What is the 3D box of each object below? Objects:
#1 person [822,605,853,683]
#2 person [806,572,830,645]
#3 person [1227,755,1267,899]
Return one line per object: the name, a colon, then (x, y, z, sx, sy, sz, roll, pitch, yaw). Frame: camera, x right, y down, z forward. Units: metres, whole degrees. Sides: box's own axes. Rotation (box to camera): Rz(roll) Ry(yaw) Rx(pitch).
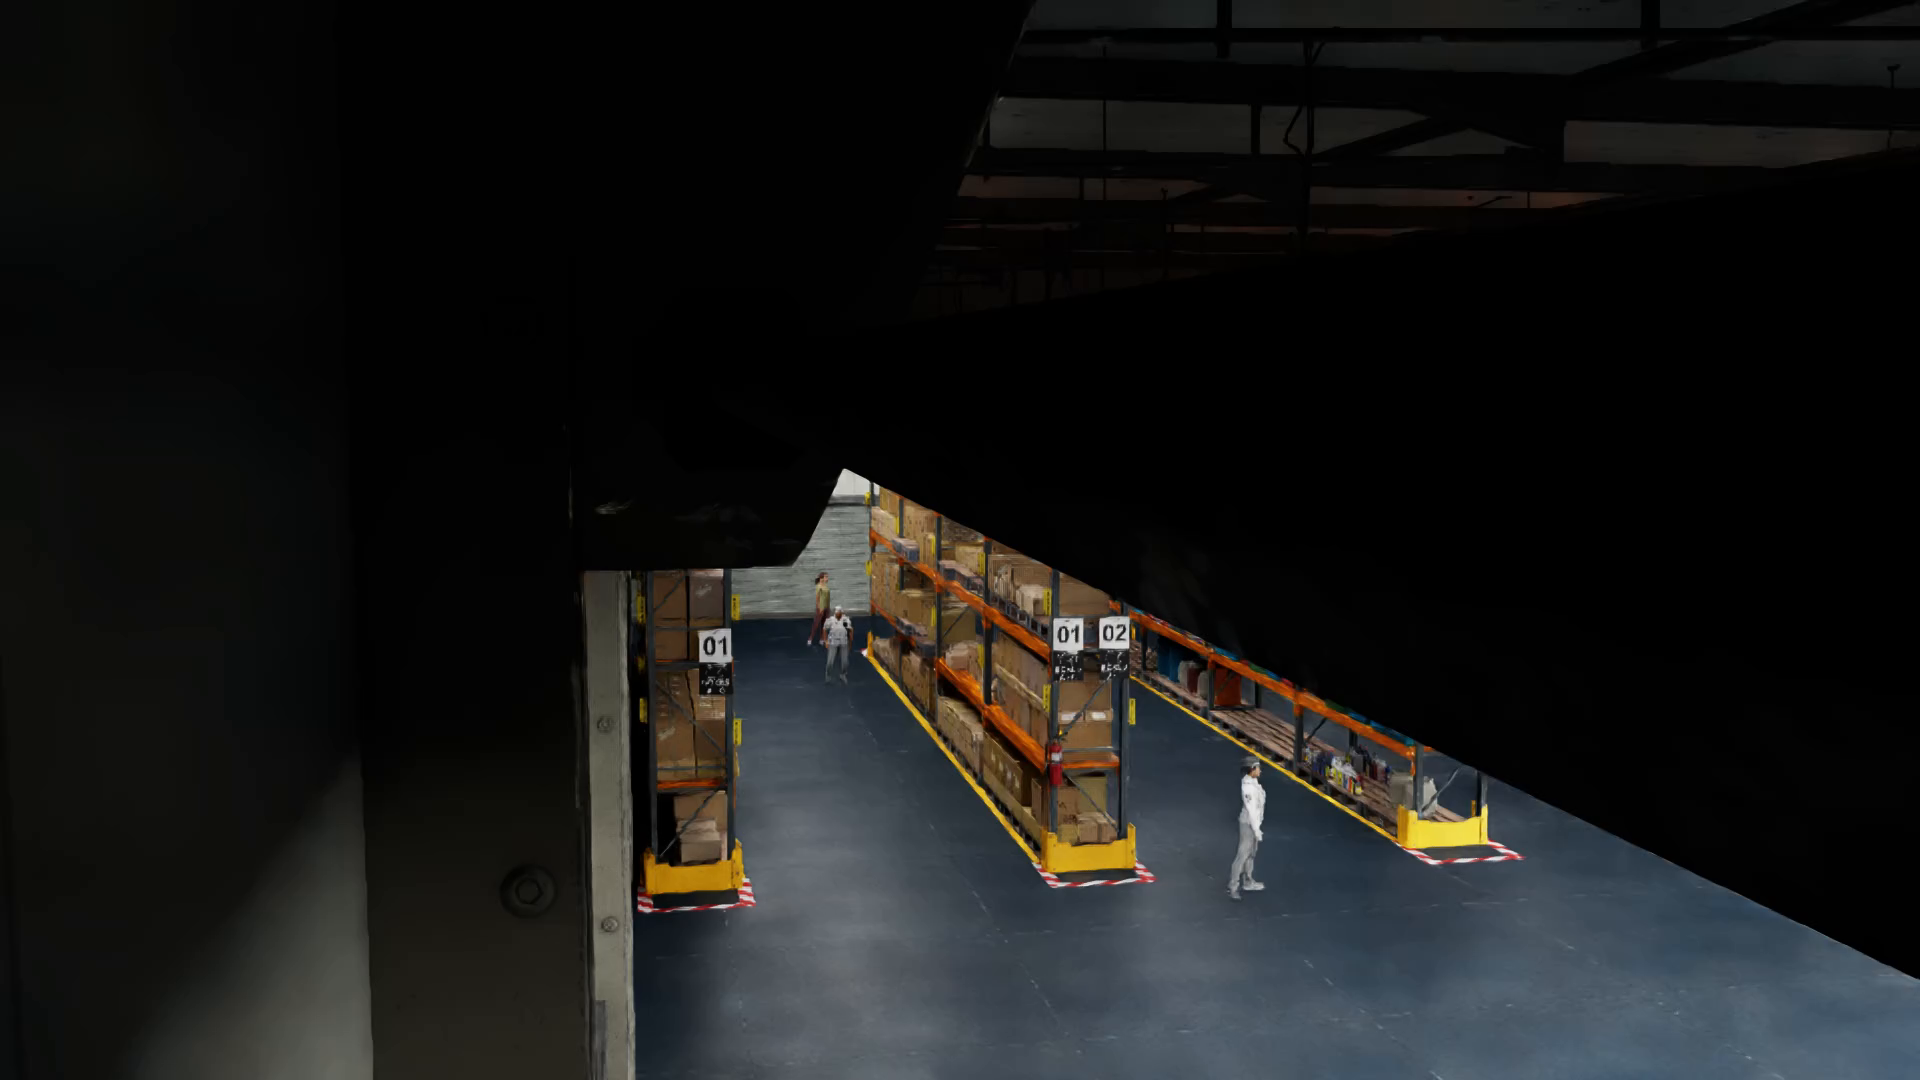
person: (-2.436, 2.074, 33.210, 0.625, 1.611, 0.582, -1, 6, -12)
person: (-3.232, 1.557, 37.846, 0.443, 1.669, 0.645, 3, 7, 29)
person: (3.439, 3.420, 19.930, 0.418, 1.679, 0.629, 2, 6, 16)
